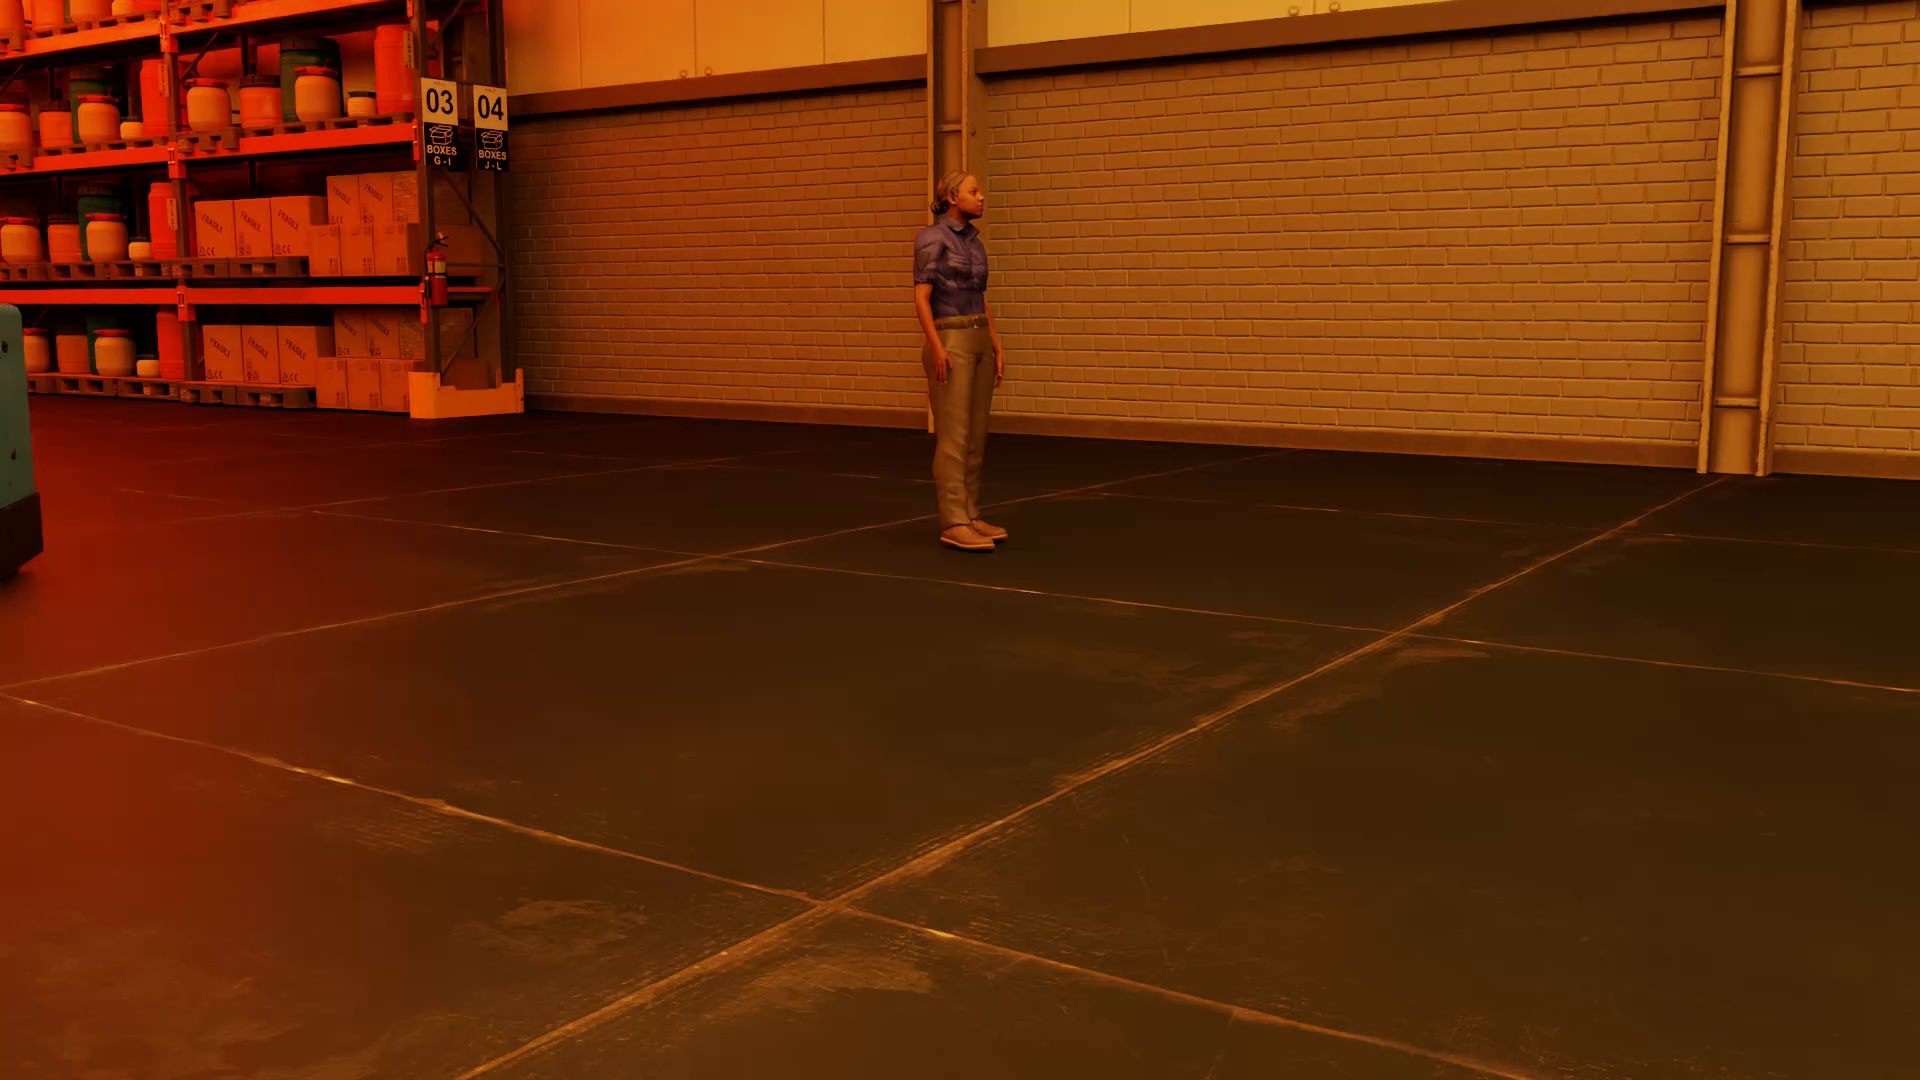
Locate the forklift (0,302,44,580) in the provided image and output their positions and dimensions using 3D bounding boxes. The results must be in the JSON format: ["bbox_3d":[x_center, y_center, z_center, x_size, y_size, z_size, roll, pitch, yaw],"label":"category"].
[{"bbox_3d":[-5.043,-1.212,5.715,3.031,2.935,1.130,-3,9,-18],"label":"forklift"}]

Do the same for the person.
[{"bbox_3d":[0.061,-0.817,7.421,0.504,1.654,0.569,5,10,34],"label":"person"}]
